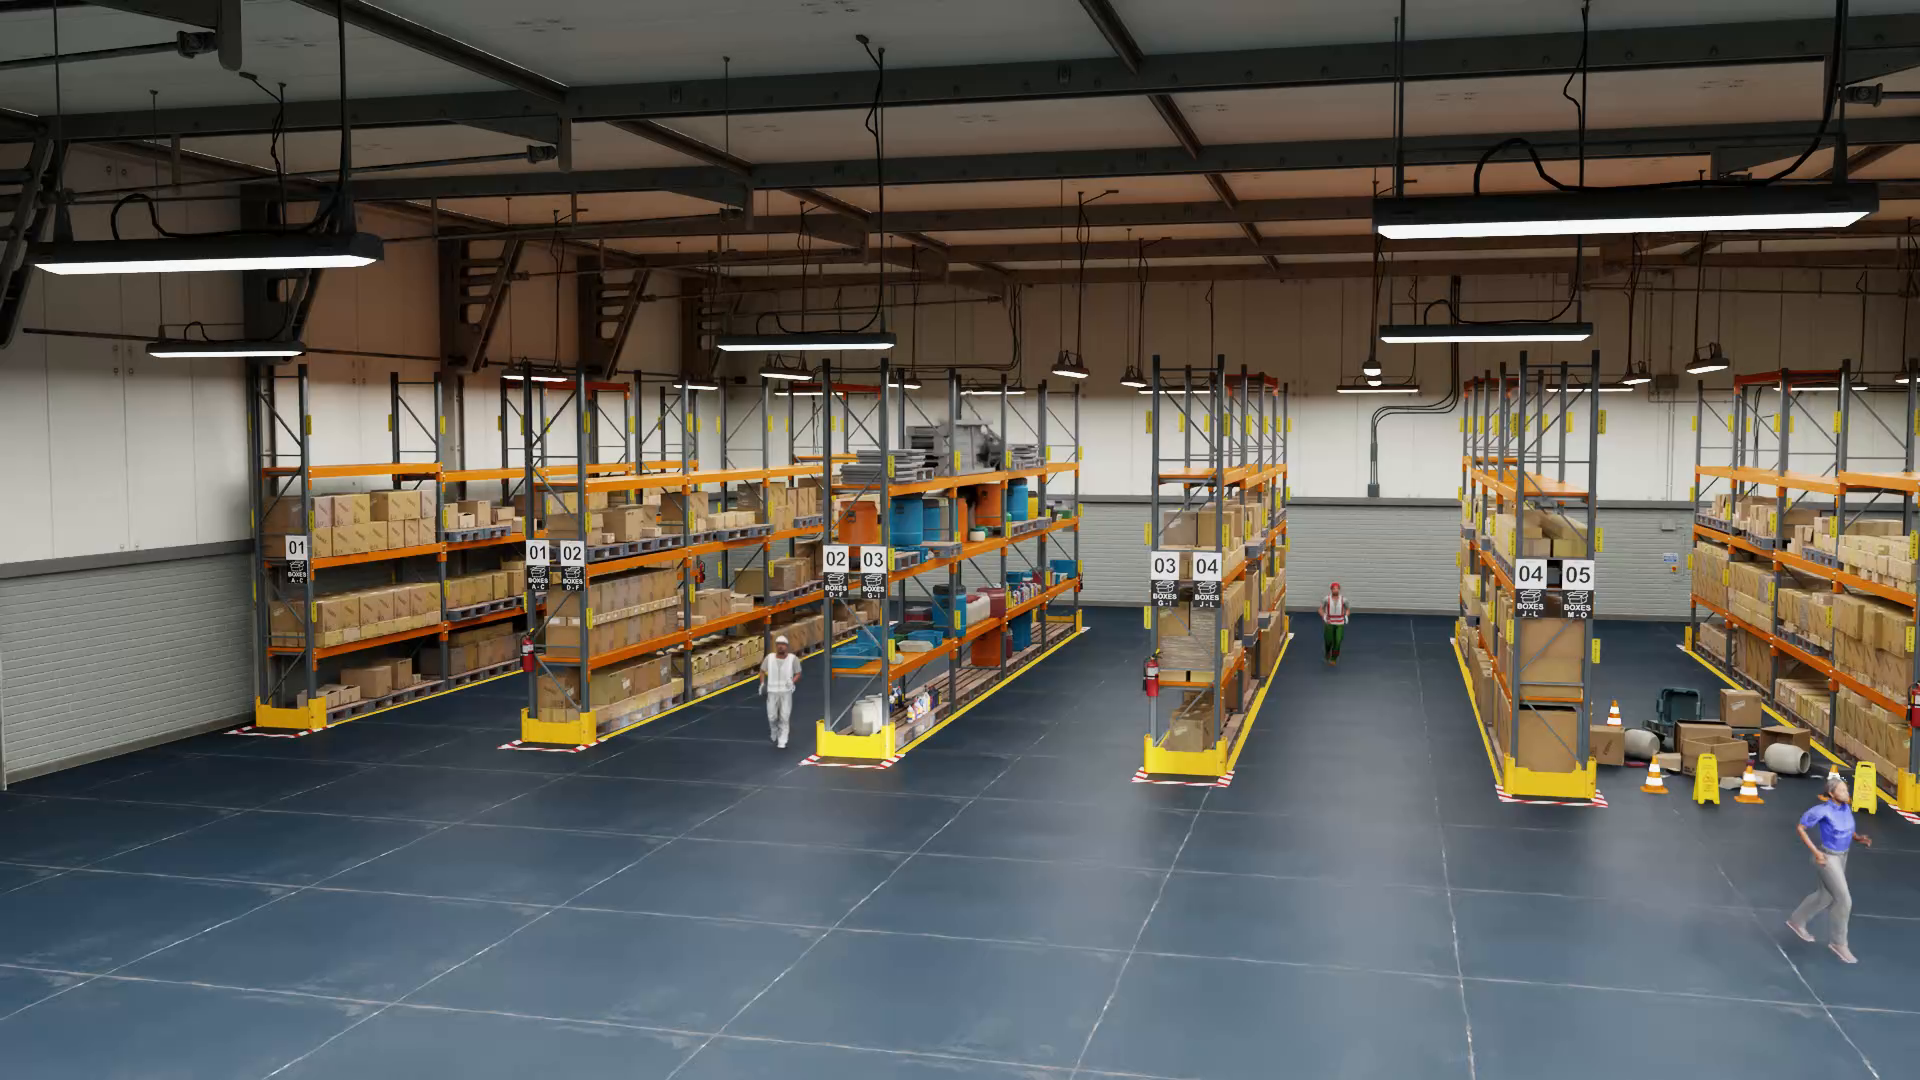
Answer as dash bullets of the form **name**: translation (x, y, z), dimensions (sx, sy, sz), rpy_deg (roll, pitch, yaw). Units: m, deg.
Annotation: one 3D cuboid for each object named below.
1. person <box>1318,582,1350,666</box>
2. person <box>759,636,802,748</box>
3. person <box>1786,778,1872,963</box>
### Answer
- **person**: translation (7.789, 1.744, 34.603), dimensions (0.641, 1.738, 0.583), rpy_deg (0, 4, 6)
- **person**: translation (-2.787, 2.355, 25.763), dimensions (0.675, 1.723, 0.560), rpy_deg (0, 4, 0)
- **person**: translation (8.246, 3.137, 15.787), dimensions (0.570, 1.614, 0.734), rpy_deg (-3, 5, -35)
